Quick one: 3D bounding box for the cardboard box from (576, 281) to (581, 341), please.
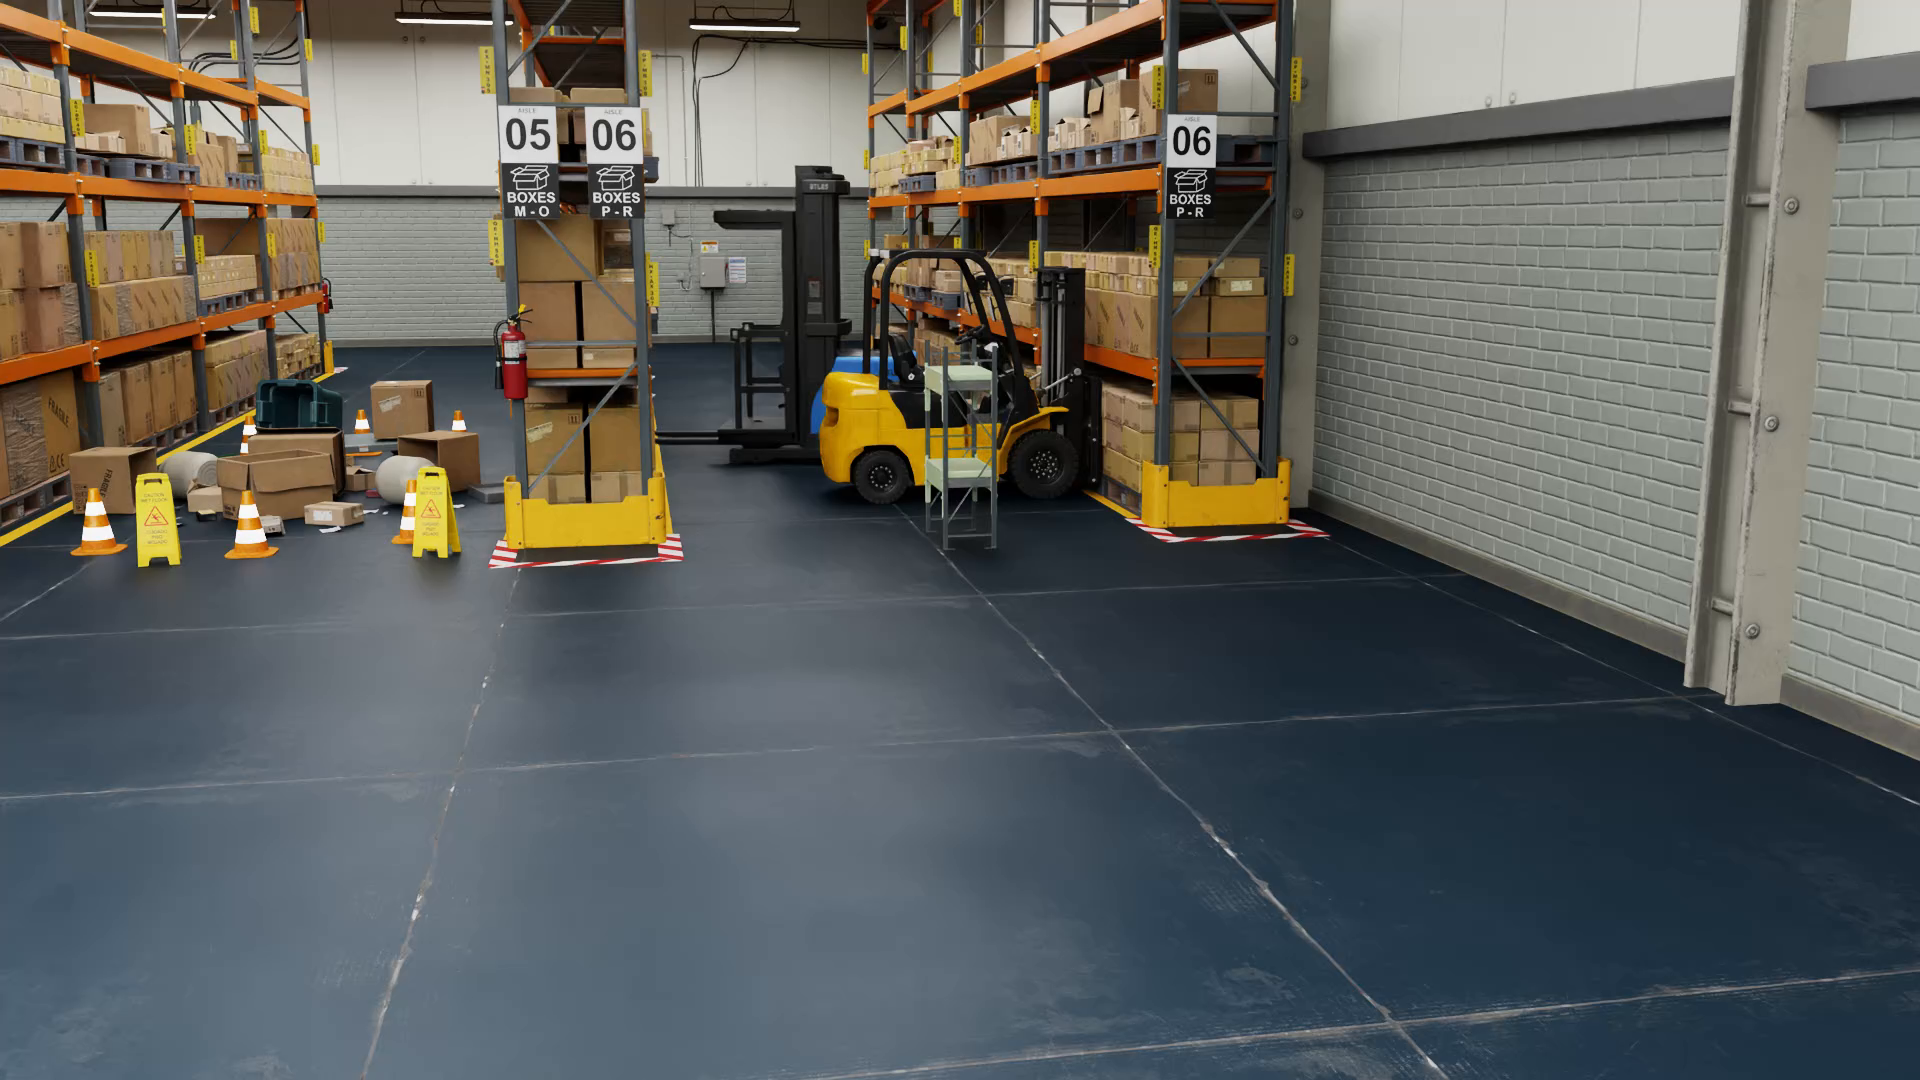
[{"bbox_3d":[-3.276,-1.820,13.174,0.500,0.500,0.500,-2,11,-11],"label":"cardboard box"}]

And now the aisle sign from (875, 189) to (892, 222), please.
[{"bbox_3d":[-1.352,-5.838,28.394,0.394,0.787,0.004,-2,11,-11],"label":"aisle sign"}]

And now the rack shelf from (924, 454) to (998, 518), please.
[{"bbox_3d":[0.001,-0.415,12.611,0.431,0.370,0.720,-2,11,-11],"label":"rack shelf"}]

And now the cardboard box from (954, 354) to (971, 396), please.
[{"bbox_3d":[0.212,-2.140,21.479,0.500,0.500,0.500,-2,11,-9],"label":"cardboard box"}]

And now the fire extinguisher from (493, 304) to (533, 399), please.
[{"bbox_3d":[-3.237,-1.368,12.067,0.296,0.674,0.183,-2,11,-11],"label":"fire extinguisher"}]

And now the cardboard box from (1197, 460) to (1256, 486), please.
[{"bbox_3d":[2.157,-0.577,13.938,0.500,0.250,0.500,-2,11,-11],"label":"cardboard box"}]

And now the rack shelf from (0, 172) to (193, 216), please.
[{"bbox_3d":[-8.810,-3.465,16.783,1.077,0.370,4.000,-2,11,-11],"label":"rack shelf"}]

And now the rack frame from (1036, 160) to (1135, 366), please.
[{"bbox_3d":[1.283,-2.358,17.064,1.000,3.000,0.127,-2,11,-11],"label":"rack frame"}]

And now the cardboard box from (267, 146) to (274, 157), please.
[{"bbox_3d":[-9.927,-5.494,23.513,0.380,0.149,0.250,-2,11,-13],"label":"cardboard box"}]

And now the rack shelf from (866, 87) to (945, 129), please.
[{"bbox_3d":[-0.662,-6.784,26.207,1.077,0.370,4.000,-2,11,-11],"label":"rack shelf"}]

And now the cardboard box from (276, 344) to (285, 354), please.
[{"bbox_3d":[-10.007,-2.759,24.079,0.380,0.149,0.250,-2,11,-12],"label":"cardboard box"}]

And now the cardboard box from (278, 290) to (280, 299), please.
[{"bbox_3d":[-9.985,-3.528,23.881,0.380,0.149,0.250,-3,11,-14],"label":"cardboard box"}]

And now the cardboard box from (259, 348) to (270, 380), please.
[{"bbox_3d":[-9.586,-2.298,22.307,0.500,0.500,0.500,-2,11,-12],"label":"cardboard box"}]

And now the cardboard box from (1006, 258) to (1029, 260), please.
[{"bbox_3d":[0.767,-3.407,20.574,0.380,0.149,0.250,-2,11,-9],"label":"cardboard box"}]

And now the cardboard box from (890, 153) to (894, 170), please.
[{"bbox_3d":[-0.805,-5.887,25.850,0.500,0.250,0.500,-2,11,-10],"label":"cardboard box"}]

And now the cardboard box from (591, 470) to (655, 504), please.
[{"bbox_3d":[-2.693,-0.457,13.306,0.500,0.250,0.500,-2,11,-11],"label":"cardboard box"}]

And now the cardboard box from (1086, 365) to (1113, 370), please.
[{"bbox_3d":[1.568,-1.622,16.751,0.500,0.250,0.500,-2,11,-10],"label":"cardboard box"}]

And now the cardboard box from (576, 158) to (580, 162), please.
[{"bbox_3d":[-3.613,-3.370,15.027,0.380,0.149,0.250,-2,11,-11],"label":"cardboard box"}]

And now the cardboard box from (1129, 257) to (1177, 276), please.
[{"bbox_3d":[1.629,-2.288,13.896,0.380,0.149,0.250,-2,11,-10],"label":"cardboard box"}]

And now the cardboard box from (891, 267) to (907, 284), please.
[{"bbox_3d":[-0.807,-4.166,26.166,0.500,0.250,0.500,-2,11,-11],"label":"cardboard box"}]

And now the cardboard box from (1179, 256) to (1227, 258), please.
[{"bbox_3d":[2.088,-2.351,14.228,0.380,0.149,0.250,-2,11,-11],"label":"cardboard box"}]

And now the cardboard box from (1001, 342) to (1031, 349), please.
[{"bbox_3d":[0.709,-2.496,21.615,0.380,0.149,0.250,-2,11,-8],"label":"cardboard box"}]

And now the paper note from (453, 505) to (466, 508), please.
[{"bbox_3d":[-4.292,-0.294,14.160,0.142,0.019,0.148,-6,13,-31],"label":"paper note"}]

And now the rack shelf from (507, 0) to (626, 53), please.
[{"bbox_3d":[-3.196,-4.402,13.692,1.077,0.370,4.000,-2,11,-11],"label":"rack shelf"}]

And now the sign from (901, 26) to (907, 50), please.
[{"bbox_3d":[-0.809,-7.254,24.031,0.100,0.325,0.005,-2,11,-11],"label":"sign"}]

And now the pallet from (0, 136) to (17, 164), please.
[{"bbox_3d":[-8.038,-3.035,12.833,1.003,0.211,1.213,-2,11,-11],"label":"pallet"}]

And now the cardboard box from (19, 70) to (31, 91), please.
[{"bbox_3d":[-7.892,-3.782,13.671,0.380,0.149,0.250,-2,11,-10],"label":"cardboard box"}]

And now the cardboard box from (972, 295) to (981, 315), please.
[{"bbox_3d":[0.444,-2.835,19.973,0.500,0.250,0.500,-2,11,-12],"label":"cardboard box"}]

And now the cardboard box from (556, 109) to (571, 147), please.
[{"bbox_3d":[-3.171,-3.073,12.405,0.500,0.250,0.500,-2,11,-12],"label":"cardboard box"}]

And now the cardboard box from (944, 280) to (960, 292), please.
[{"bbox_3d":[0.001,-3.281,21.462,0.380,0.149,0.250,-2,11,-10],"label":"cardboard box"}]

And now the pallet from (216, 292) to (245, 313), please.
[{"bbox_3d":[-9.624,-2.979,20.841,1.003,0.211,1.213,-2,11,-11],"label":"pallet"}]

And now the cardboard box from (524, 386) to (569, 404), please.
[{"bbox_3d":[-3.356,-1.188,13.408,0.380,0.149,0.250,-2,11,-9],"label":"cardboard box"}]

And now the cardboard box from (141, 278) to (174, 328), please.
[{"bbox_3d":[-8.655,-2.505,17.569,0.500,0.500,0.500,-2,11,-12],"label":"cardboard box"}]

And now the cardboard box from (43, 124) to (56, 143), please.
[{"bbox_3d":[-7.988,-3.483,14.231,0.380,0.149,0.250,-2,11,-10],"label":"cardboard box"}]

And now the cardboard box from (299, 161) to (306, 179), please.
[{"bbox_3d":[-10.315,-5.656,25.431,0.500,0.250,0.500,-2,11,-13],"label":"cardboard box"}]

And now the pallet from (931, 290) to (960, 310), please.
[{"bbox_3d":[0.304,-3.119,21.576,1.213,0.211,1.003,-2,11,-11],"label":"pallet"}]

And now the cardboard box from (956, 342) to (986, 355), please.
[{"bbox_3d":[0.160,-2.470,21.480,0.380,0.149,0.250,-3,11,-14],"label":"cardboard box"}]

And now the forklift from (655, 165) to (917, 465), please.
[{"bbox_3d":[-1.948,-2.291,16.894,3.031,2.935,1.130,0,11,-1],"label":"forklift"}]

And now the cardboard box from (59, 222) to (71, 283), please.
[{"bbox_3d":[-8.383,-2.514,14.592,0.875,0.550,0.550,-2,11,-11],"label":"cardboard box"}]

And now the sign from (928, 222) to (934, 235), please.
[{"bbox_3d":[-0.503,-5.300,28.576,0.100,0.325,0.005,-2,11,-11],"label":"sign"}]

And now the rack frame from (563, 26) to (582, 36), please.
[{"bbox_3d":[-5.919,-7.325,27.115,1.000,3.000,0.127,-2,11,-11],"label":"rack frame"}]

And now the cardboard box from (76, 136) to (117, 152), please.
[{"bbox_3d":[-8.439,-3.851,16.164,0.380,0.149,0.250,-2,11,-11],"label":"cardboard box"}]

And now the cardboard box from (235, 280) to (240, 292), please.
[{"bbox_3d":[-9.500,-3.273,21.418,0.380,0.149,0.250,-3,11,-13],"label":"cardboard box"}]

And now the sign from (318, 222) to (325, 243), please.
[{"bbox_3d":[-10.207,-4.920,26.581,0.100,0.325,0.005,-2,11,-11],"label":"sign"}]

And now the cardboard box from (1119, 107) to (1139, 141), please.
[{"bbox_3d":[1.552,-3.475,13.878,0.396,0.266,0.258,-2,11,-11],"label":"cardboard box"}]

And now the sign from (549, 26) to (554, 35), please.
[{"bbox_3d":[-5.690,-7.112,23.076,0.100,0.325,0.005,-2,11,-11],"label":"sign"}]

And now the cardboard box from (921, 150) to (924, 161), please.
[{"bbox_3d":[-0.327,-5.273,22.839,0.380,0.149,0.250,-2,11,-11],"label":"cardboard box"}]

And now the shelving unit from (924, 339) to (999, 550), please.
[{"bbox_3d":[0.001,-0.736,12.550,0.431,1.500,0.755,-2,11,-11],"label":"shelving unit"}]

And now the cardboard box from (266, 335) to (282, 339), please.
[{"bbox_3d":[-10.815,-3.123,25.992,0.380,0.149,0.250,-2,11,-10],"label":"cardboard box"}]

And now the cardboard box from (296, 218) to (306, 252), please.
[{"bbox_3d":[-10.214,-4.603,25.121,0.500,0.500,0.500,-2,11,-8],"label":"cardboard box"}]

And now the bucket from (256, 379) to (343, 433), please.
[{"bbox_3d":[-6.133,-1.176,15.542,0.726,0.611,0.620,2,1,9],"label":"bucket"}]

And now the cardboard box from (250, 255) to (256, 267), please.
[{"bbox_3d":[-9.708,-3.754,22.357,0.380,0.149,0.250,-2,11,-8],"label":"cardboard box"}]

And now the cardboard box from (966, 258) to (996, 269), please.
[{"bbox_3d":[0.278,-3.390,20.485,0.380,0.149,0.250,-2,11,-9],"label":"cardboard box"}]

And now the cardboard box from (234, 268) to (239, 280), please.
[{"bbox_3d":[-9.501,-3.417,21.382,0.380,0.149,0.250,-3,11,-14],"label":"cardboard box"}]

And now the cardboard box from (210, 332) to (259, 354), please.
[{"bbox_3d":[-9.497,-2.570,21.735,0.500,0.250,0.500,-2,11,-8],"label":"cardboard box"}]

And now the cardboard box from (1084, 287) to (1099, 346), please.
[{"bbox_3d":[1.407,-2.036,15.102,0.500,0.500,0.500,-2,11,-11],"label":"cardboard box"}]

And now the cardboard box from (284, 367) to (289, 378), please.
[{"bbox_3d":[-9.785,-2.379,23.674,0.380,0.149,0.250,-2,11,-9],"label":"cardboard box"}]

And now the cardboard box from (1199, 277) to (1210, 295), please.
[{"bbox_3d":[2.139,-2.107,13.742,0.380,0.149,0.250,-2,11,-11],"label":"cardboard box"}]
